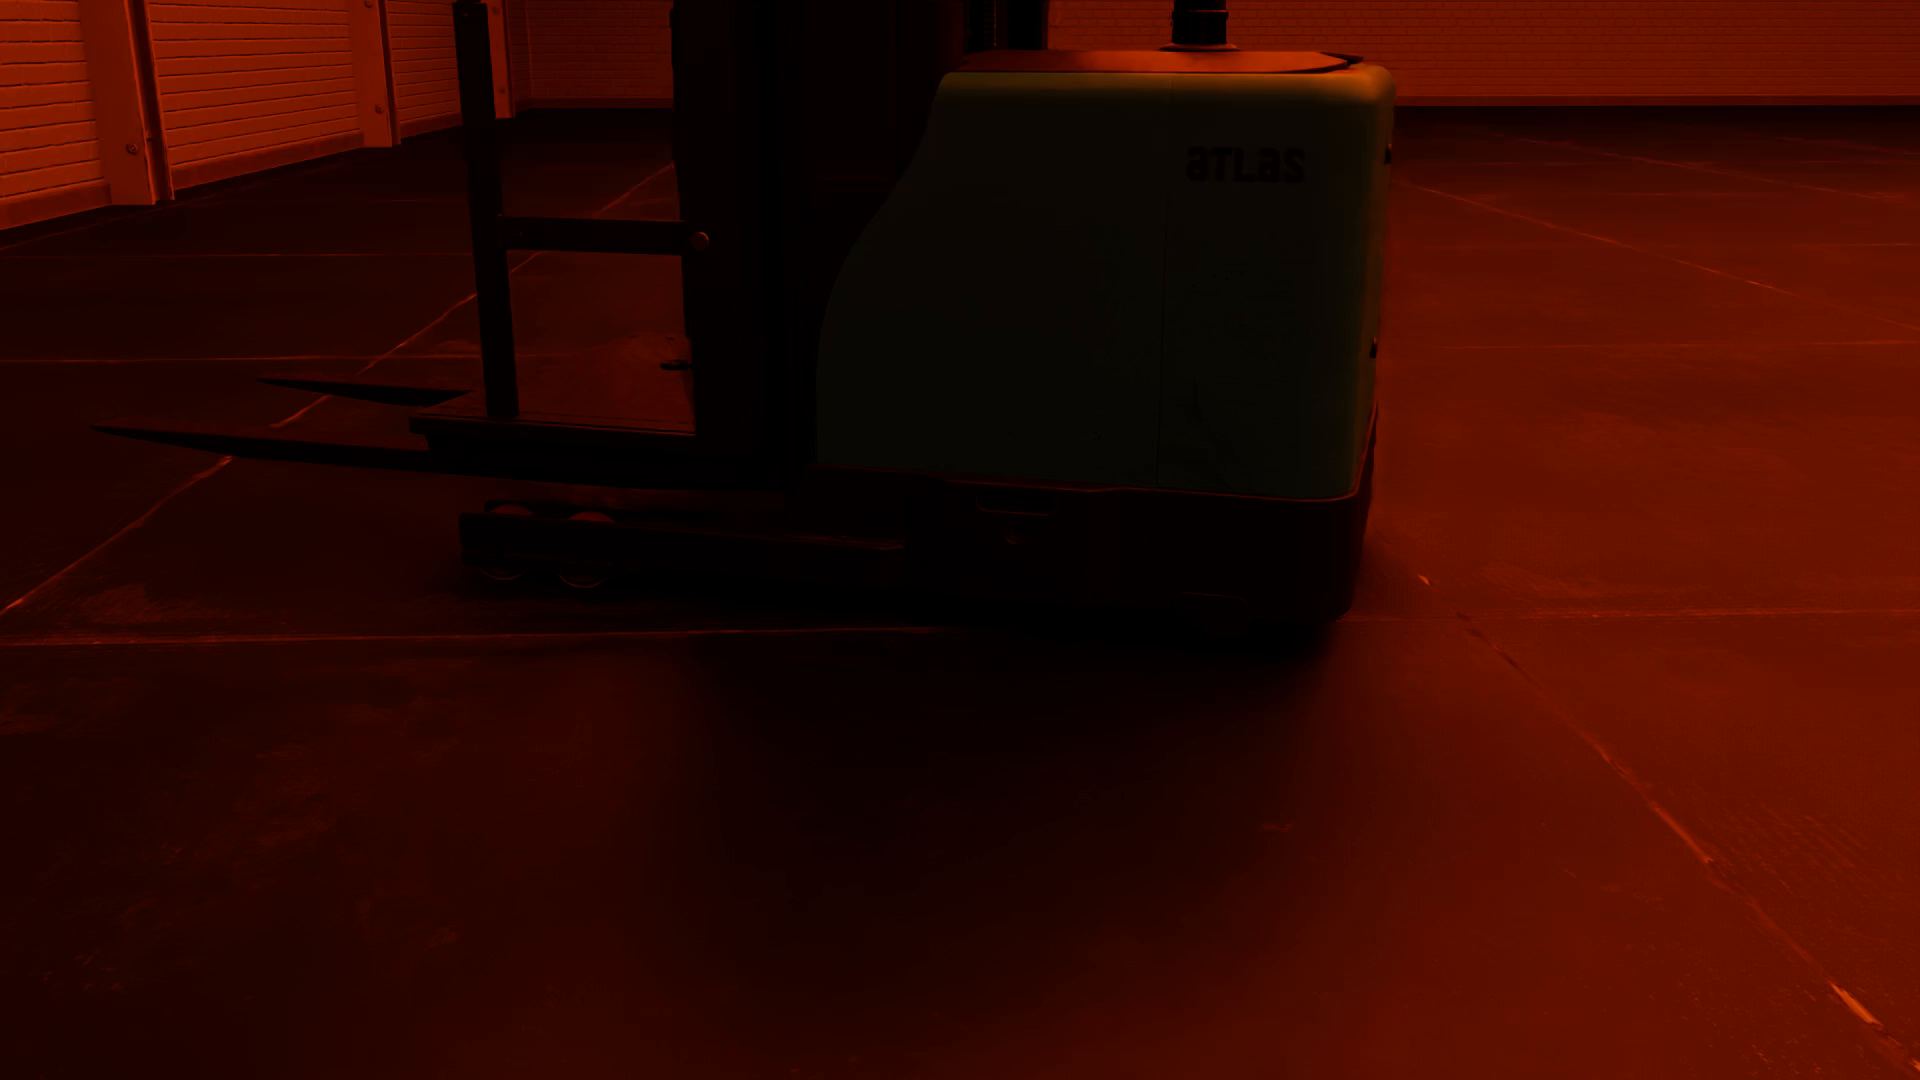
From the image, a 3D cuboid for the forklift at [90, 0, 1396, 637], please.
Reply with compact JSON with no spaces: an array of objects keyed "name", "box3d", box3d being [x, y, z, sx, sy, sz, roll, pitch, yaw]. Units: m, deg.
[{"name":"forklift","box3d":[-0.583,-1.438,3.610,3.031,2.935,1.130,5,18,15]}]
